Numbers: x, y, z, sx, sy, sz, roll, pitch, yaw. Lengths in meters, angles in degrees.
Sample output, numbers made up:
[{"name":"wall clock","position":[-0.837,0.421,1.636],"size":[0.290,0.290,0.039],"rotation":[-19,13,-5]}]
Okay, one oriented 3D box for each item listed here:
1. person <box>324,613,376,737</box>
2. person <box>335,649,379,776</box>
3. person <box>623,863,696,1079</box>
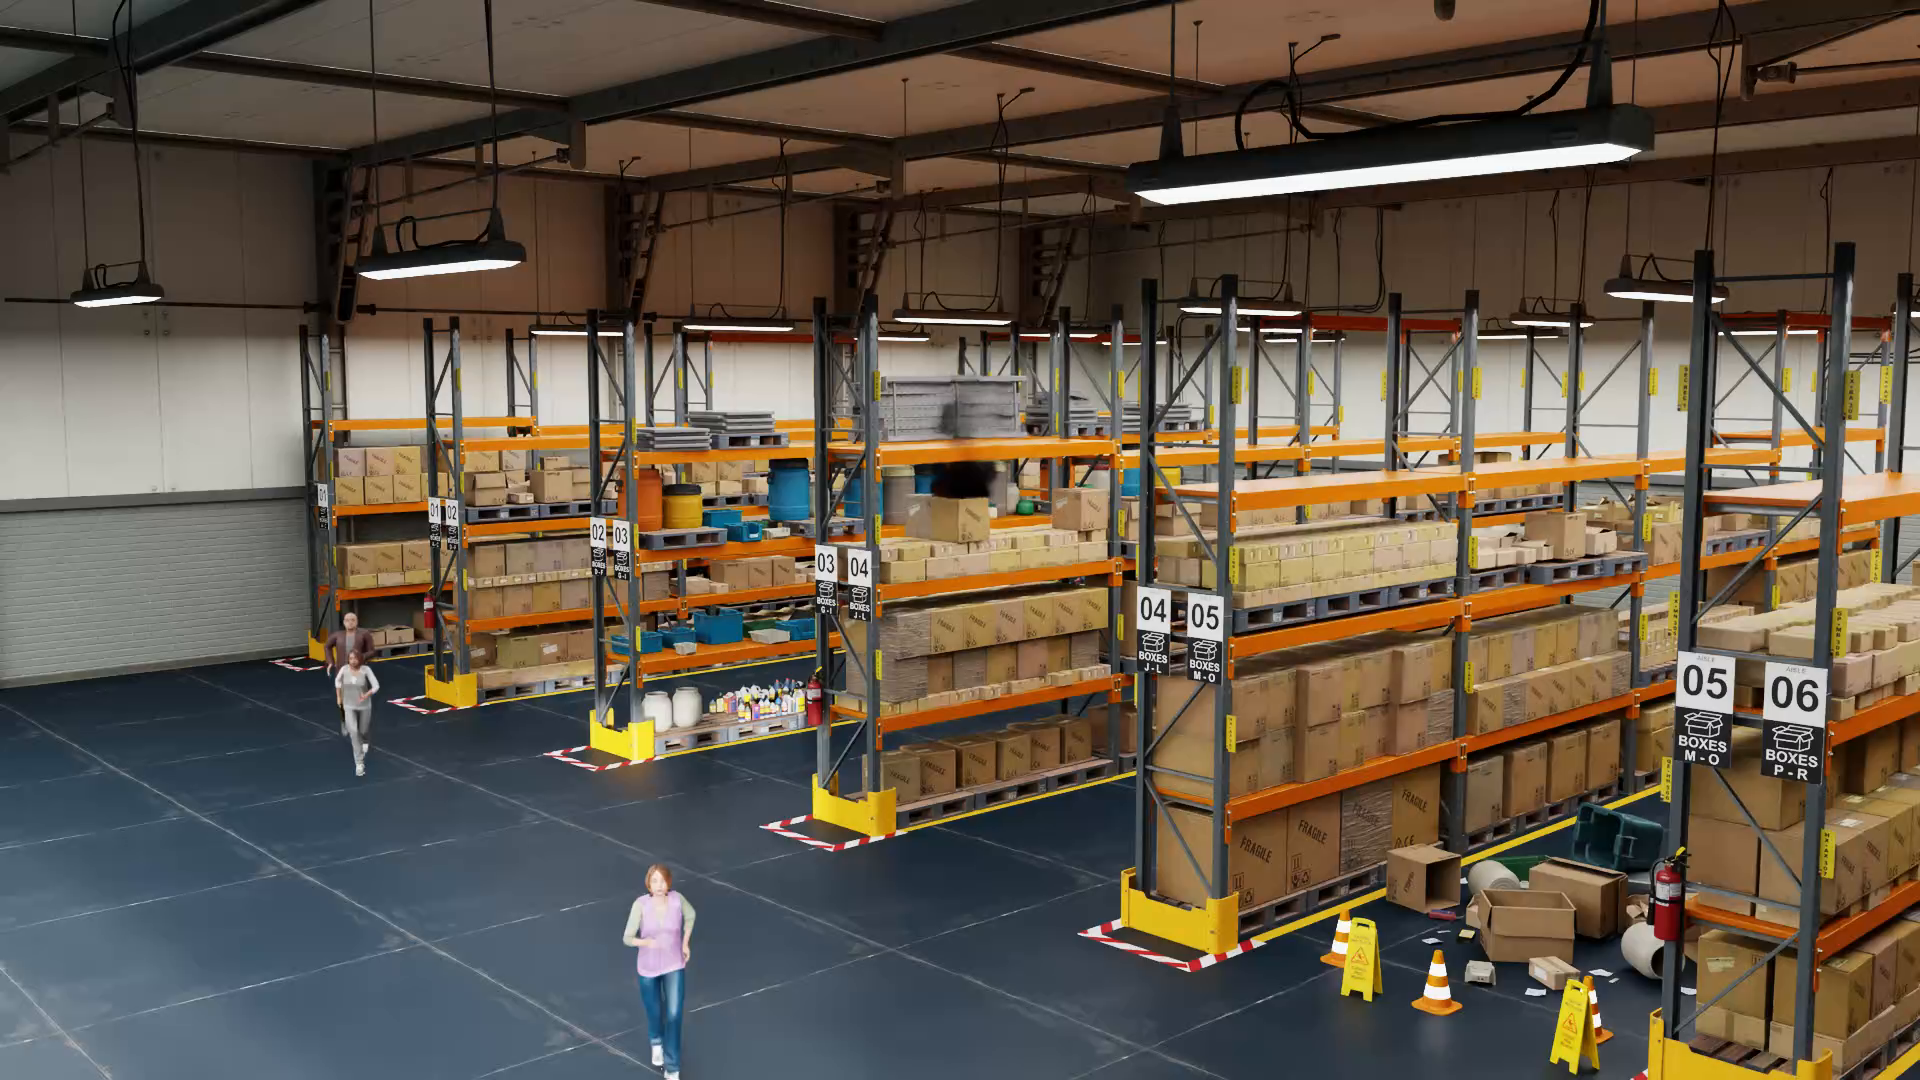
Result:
[{"name":"person","position":[-8.620,1.910,23.531],"size":[0.687,1.760,0.714],"rotation":[-2,6,-21]},{"name":"person","position":[-7.842,2.191,21.656],"size":[0.558,1.592,0.920],"rotation":[-1,6,-13]},{"name":"person","position":[-2.175,3.142,12.079],"size":[0.524,1.635,0.719],"rotation":[-1,6,-11]}]
